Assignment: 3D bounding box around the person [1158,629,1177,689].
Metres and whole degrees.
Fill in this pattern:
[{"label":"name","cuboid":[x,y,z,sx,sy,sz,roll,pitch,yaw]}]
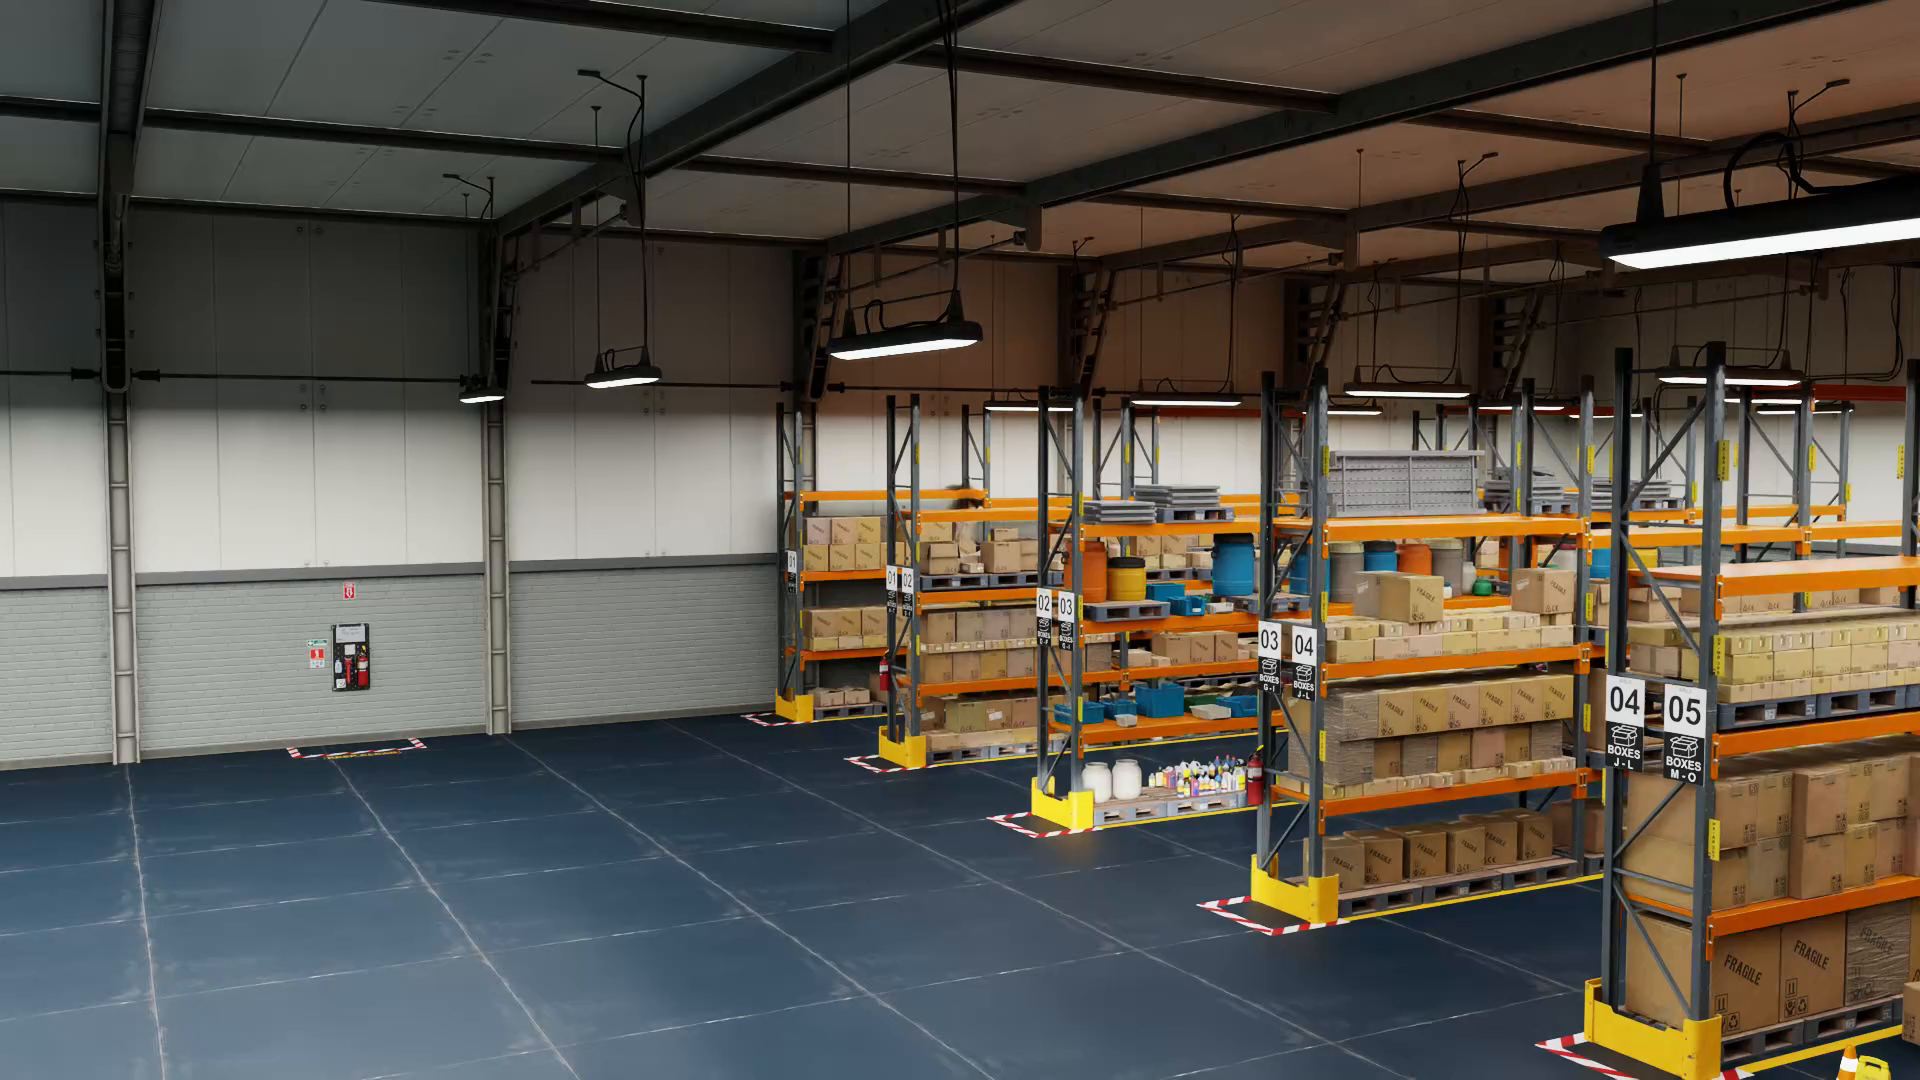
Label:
[{"label":"person","cuboid":[4.192,2.445,33.371,0.569,1.707,0.393,-1,3,-15]}]
